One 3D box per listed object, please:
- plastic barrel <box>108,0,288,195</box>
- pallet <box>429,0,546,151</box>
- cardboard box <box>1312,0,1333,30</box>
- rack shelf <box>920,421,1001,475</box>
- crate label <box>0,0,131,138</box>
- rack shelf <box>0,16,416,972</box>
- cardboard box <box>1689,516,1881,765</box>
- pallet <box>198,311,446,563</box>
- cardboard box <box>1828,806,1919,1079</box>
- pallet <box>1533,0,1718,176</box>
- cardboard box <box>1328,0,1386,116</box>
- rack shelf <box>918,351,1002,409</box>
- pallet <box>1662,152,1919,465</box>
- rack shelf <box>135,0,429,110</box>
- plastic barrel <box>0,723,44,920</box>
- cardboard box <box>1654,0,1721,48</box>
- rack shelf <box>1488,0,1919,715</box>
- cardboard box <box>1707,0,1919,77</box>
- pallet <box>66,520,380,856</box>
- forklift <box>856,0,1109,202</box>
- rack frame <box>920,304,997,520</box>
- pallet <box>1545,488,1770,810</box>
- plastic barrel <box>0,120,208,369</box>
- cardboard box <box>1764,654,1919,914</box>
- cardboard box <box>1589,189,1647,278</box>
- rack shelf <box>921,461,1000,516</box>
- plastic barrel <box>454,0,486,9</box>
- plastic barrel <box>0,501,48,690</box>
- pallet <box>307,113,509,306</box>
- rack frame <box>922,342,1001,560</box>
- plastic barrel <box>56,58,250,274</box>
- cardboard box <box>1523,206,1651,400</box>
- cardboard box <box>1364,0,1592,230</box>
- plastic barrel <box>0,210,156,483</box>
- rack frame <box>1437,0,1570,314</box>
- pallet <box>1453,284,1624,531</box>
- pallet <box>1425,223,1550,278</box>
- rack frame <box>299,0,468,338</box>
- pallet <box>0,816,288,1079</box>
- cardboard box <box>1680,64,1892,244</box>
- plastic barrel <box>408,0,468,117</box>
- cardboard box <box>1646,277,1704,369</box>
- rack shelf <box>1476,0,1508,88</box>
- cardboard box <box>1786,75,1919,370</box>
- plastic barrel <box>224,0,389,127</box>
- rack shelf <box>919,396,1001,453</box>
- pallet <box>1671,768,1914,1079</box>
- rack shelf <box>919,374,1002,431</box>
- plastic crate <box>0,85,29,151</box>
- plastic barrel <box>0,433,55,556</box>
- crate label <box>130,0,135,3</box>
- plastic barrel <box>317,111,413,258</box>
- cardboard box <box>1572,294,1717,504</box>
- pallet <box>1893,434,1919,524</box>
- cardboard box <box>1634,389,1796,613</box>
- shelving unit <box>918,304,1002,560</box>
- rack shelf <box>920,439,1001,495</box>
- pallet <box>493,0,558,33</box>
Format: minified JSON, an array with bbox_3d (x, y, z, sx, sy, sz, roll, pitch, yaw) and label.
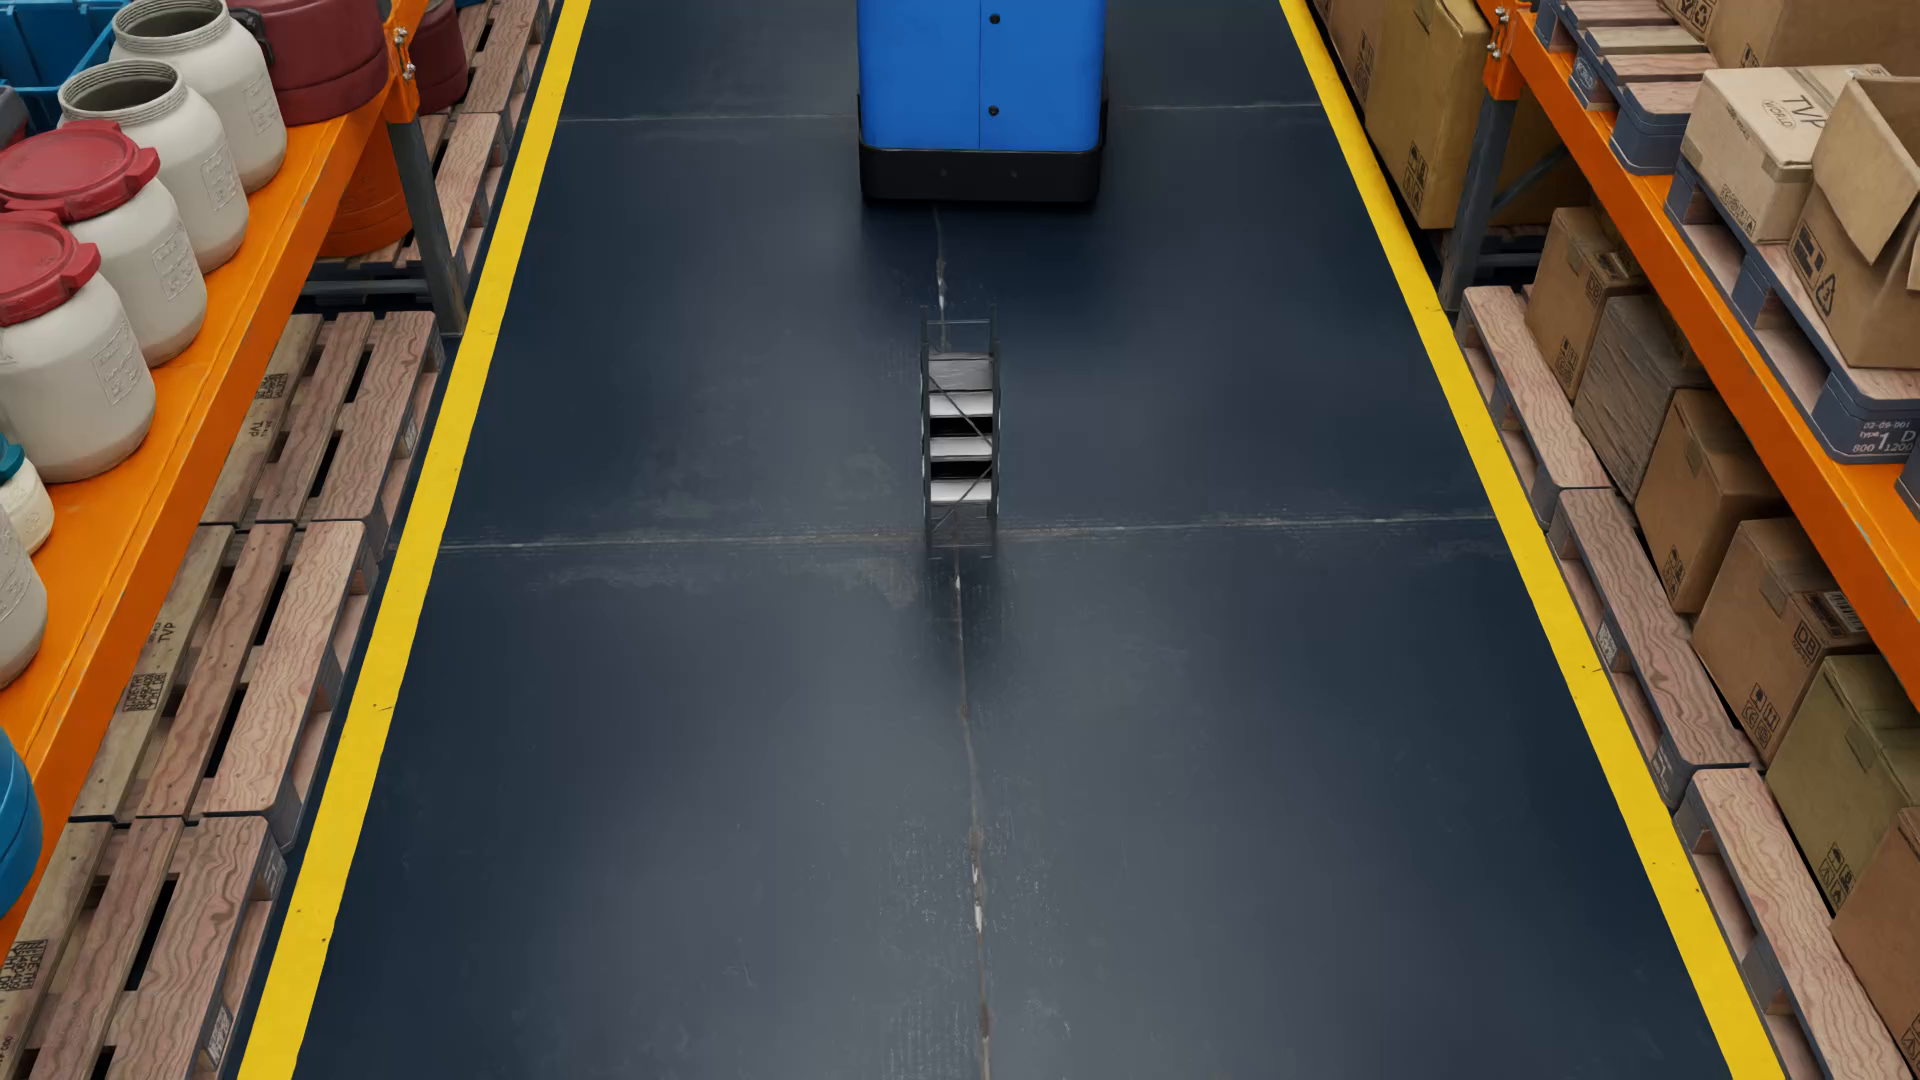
[{"bbox_3d":[-2.227,-1.293,4.857,0.421,0.512,0.421,0,43,0],"label":"plastic barrel"},{"bbox_3d":[-2.608,-2.264,8.064,1.003,0.211,1.213,-2,43,-2],"label":"pallet"},{"bbox_3d":[2.381,-3.119,8.194,1.225,0.875,0.875,-3,43,-3],"label":"cardboard box"},{"bbox_3d":[0.000,-0.313,5.474,0.258,0.077,0.200,-2,43,-2],"label":"rack shelf"},{"bbox_3d":[-2.712,-1.274,4.894,0.502,0.435,0.616,-2,43,-2],"label":"crate label"},{"bbox_3d":[-2.399,-0.324,4.416,1.077,0.370,4.000,-2,43,-2],"label":"rack shelf"},{"bbox_3d":[2.604,0.263,4.768,0.700,0.500,0.500,-5,43,-5],"label":"cardboard box"},{"bbox_3d":[-2.490,-0.388,6.017,1.003,0.211,1.213,-2,43,-2],"label":"pallet"},{"bbox_3d":[2.630,0.963,4.004,0.700,0.500,0.500,-5,43,-5],"label":"cardboard box"},{"bbox_3d":[2.601,-1.533,5.345,1.213,0.211,1.003,-2,43,-2],"label":"pallet"},{"bbox_3d":[2.426,-2.522,7.543,1.225,0.875,0.875,-2,43,-2],"label":"cardboard box"},{"bbox_3d":[0.000,-0.512,5.292,0.258,0.077,0.200,-2,43,-2],"label":"rack shelf"},{"bbox_3d":[2.590,-0.676,4.409,1.003,0.211,1.213,-2,43,-2],"label":"pallet"},{"bbox_3d":[-2.569,-3.025,7.362,1.077,0.370,4.000,-2,43,-2],"label":"rack shelf"},{"bbox_3d":[-2.028,0.306,2.825,0.600,0.901,0.708,-2,43,-2],"label":"plastic barrel"},{"bbox_3d":[2.527,-1.910,5.229,0.500,0.500,0.500,-6,43,-7],"label":"cardboard box"},{"bbox_3d":[2.549,-0.466,4.571,1.077,0.370,4.000,-2,43,-2],"label":"rack shelf"},{"bbox_3d":[2.651,-1.536,4.821,0.700,0.500,0.500,4,43,5],"label":"cardboard box"},{"bbox_3d":[-2.441,0.434,5.120,1.003,0.211,1.213,-2,43,-2],"label":"pallet"},{"bbox_3d":[0.141,-3.532,7.434,1.130,2.935,3.031,2,43,2],"label":"forklift"},{"bbox_3d":[-0.005,-0.406,5.527,0.240,0.900,0.006,-2,43,-2],"label":"rack frame"},{"bbox_3d":[2.545,0.295,5.272,1.003,0.211,1.213,-2,43,-2],"label":"pallet"},{"bbox_3d":[-2.185,-0.729,4.225,0.433,0.535,0.433,0,43,0],"label":"plastic barrel"},{"bbox_3d":[2.628,0.640,4.356,0.700,0.500,0.500,-2,43,-2],"label":"cardboard box"},{"bbox_3d":[2.523,-1.147,5.751,0.500,0.250,0.500,0,43,0],"label":"cardboard box"},{"bbox_3d":[0.000,-0.180,5.596,0.258,0.077,0.200,-2,43,-2],"label":"rack shelf"},{"bbox_3d":[-2.618,-3.176,8.237,0.600,0.901,0.708,-2,43,-2],"label":"plastic barrel"},{"bbox_3d":[-2.136,0.058,3.366,0.433,0.535,0.433,0,43,0],"label":"plastic barrel"},{"bbox_3d":[-2.559,-1.443,7.168,1.003,0.211,1.213,-2,43,-2],"label":"pallet"},{"bbox_3d":[0.004,-0.269,5.377,0.240,0.900,0.006,-2,43,-2],"label":"rack frame"},{"bbox_3d":[-2.209,-1.008,4.547,0.421,0.512,0.421,0,43,0],"label":"plastic barrel"},{"bbox_3d":[2.513,-0.871,6.004,0.700,0.500,0.500,-4,43,-4],"label":"cardboard box"},{"bbox_3d":[2.456,-1.920,6.886,1.225,0.875,0.875,-3,43,-4],"label":"cardboard box"},{"bbox_3d":[-2.167,-0.437,3.906,0.433,0.535,0.433,0,43,0],"label":"plastic barrel"},{"bbox_3d":[2.465,-2.082,5.801,1.000,3.000,0.127,-2,43,-2],"label":"rack frame"},{"bbox_3d":[2.496,-0.526,6.168,1.003,0.211,1.213,-2,43,-2],"label":"pallet"},{"bbox_3d":[2.506,-1.588,7.326,1.003,0.211,1.213,-2,43,-2],"label":"pallet"},{"bbox_3d":[-2.484,-1.940,5.646,1.000,3.000,0.127,-2,43,-2],"label":"rack frame"},{"bbox_3d":[-2.386,1.260,4.220,1.003,0.211,1.213,-2,43,-2],"label":"pallet"},{"bbox_3d":[2.306,-1.043,4.468,0.500,0.250,0.500,-3,43,-3],"label":"cardboard box"},{"bbox_3d":[-2.570,-2.298,7.511,0.600,0.588,0.708,-2,43,-2],"label":"plastic barrel"},{"bbox_3d":[2.556,-0.790,5.361,0.500,0.250,0.500,3,43,3],"label":"cardboard box"},{"bbox_3d":[2.380,-3.167,7.517,1.077,0.370,4.000,-2,43,-2],"label":"rack shelf"},{"bbox_3d":[2.468,-0.742,3.952,0.797,0.503,0.637,2,43,3],"label":"cardboard box"},{"bbox_3d":[-2.162,-1.685,5.268,0.600,0.536,0.708,-2,43,-2],"label":"plastic barrel"},{"bbox_3d":[0.000,-0.379,5.414,0.258,0.077,0.200,-2,43,-2],"label":"rack shelf"},{"bbox_3d":[2.600,1.121,4.371,1.003,0.211,1.213,-2,43,-2],"label":"pallet"},{"bbox_3d":[0.000,-0.445,5.353,0.258,0.077,0.200,-2,43,-2],"label":"rack shelf"},{"bbox_3d":[-2.721,-0.864,4.425,0.402,0.464,0.583,-2,43,-2],"label":"plastic crate"},{"bbox_3d":[-2.217,-0.086,3.726,0.301,0.262,0.301,0,43,0],"label":"plastic barrel"},{"bbox_3d":[-2.841,-1.583,5.381,0.303,0.233,0.416,-2,43,-2],"label":"crate label"},{"bbox_3d":[-2.522,-1.624,6.597,0.600,0.830,0.708,-2,43,-2],"label":"plastic barrel"},{"bbox_3d":[2.549,-0.497,5.596,0.700,0.500,0.500,-5,43,-5],"label":"cardboard box"},{"bbox_3d":[2.747,0.169,3.487,1.003,0.211,1.213,-2,43,-2],"label":"pallet"},{"bbox_3d":[2.580,-0.114,5.179,0.700,0.500,0.500,2,43,2],"label":"cardboard box"},{"bbox_3d":[0.000,-0.337,5.452,0.258,0.900,0.210,-2,43,-2],"label":"shelving unit"},{"bbox_3d":[0.000,-0.246,5.535,0.258,0.077,0.200,-2,43,-2],"label":"rack shelf"},{"bbox_3d":[-2.663,-3.090,8.965,1.003,0.211,1.213,-2,43,-2],"label":"pallet"}]
